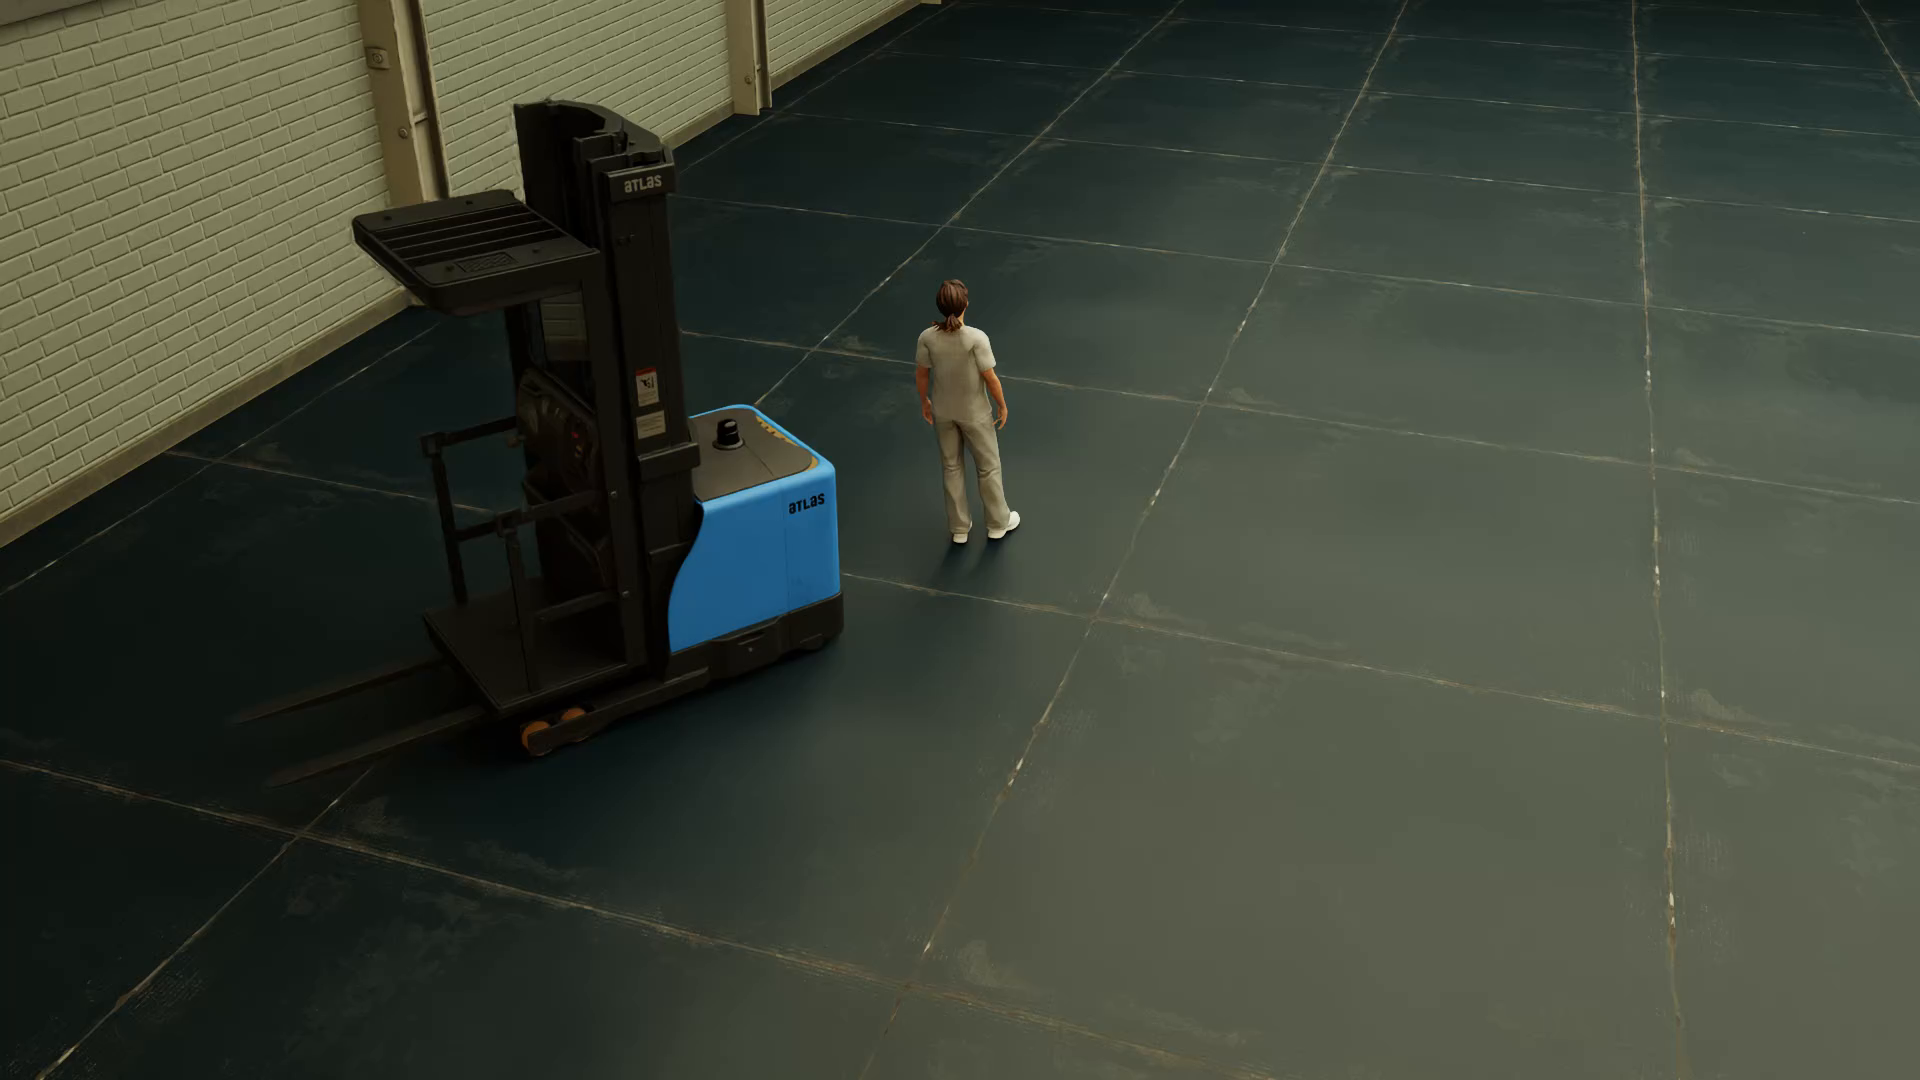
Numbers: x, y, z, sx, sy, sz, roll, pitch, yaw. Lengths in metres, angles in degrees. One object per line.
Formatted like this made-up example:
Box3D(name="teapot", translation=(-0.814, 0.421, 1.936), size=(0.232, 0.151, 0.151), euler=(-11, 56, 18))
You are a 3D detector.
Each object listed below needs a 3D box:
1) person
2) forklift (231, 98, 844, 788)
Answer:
Box3D(name="person", translation=(0.036, -0.766, 9.734), size=(0.550, 1.675, 0.549), euler=(10, 31, 16))
Box3D(name="forklift", translation=(-2.133, -0.506, 8.024), size=(3.031, 2.935, 1.130), euler=(-19, 35, -30))
